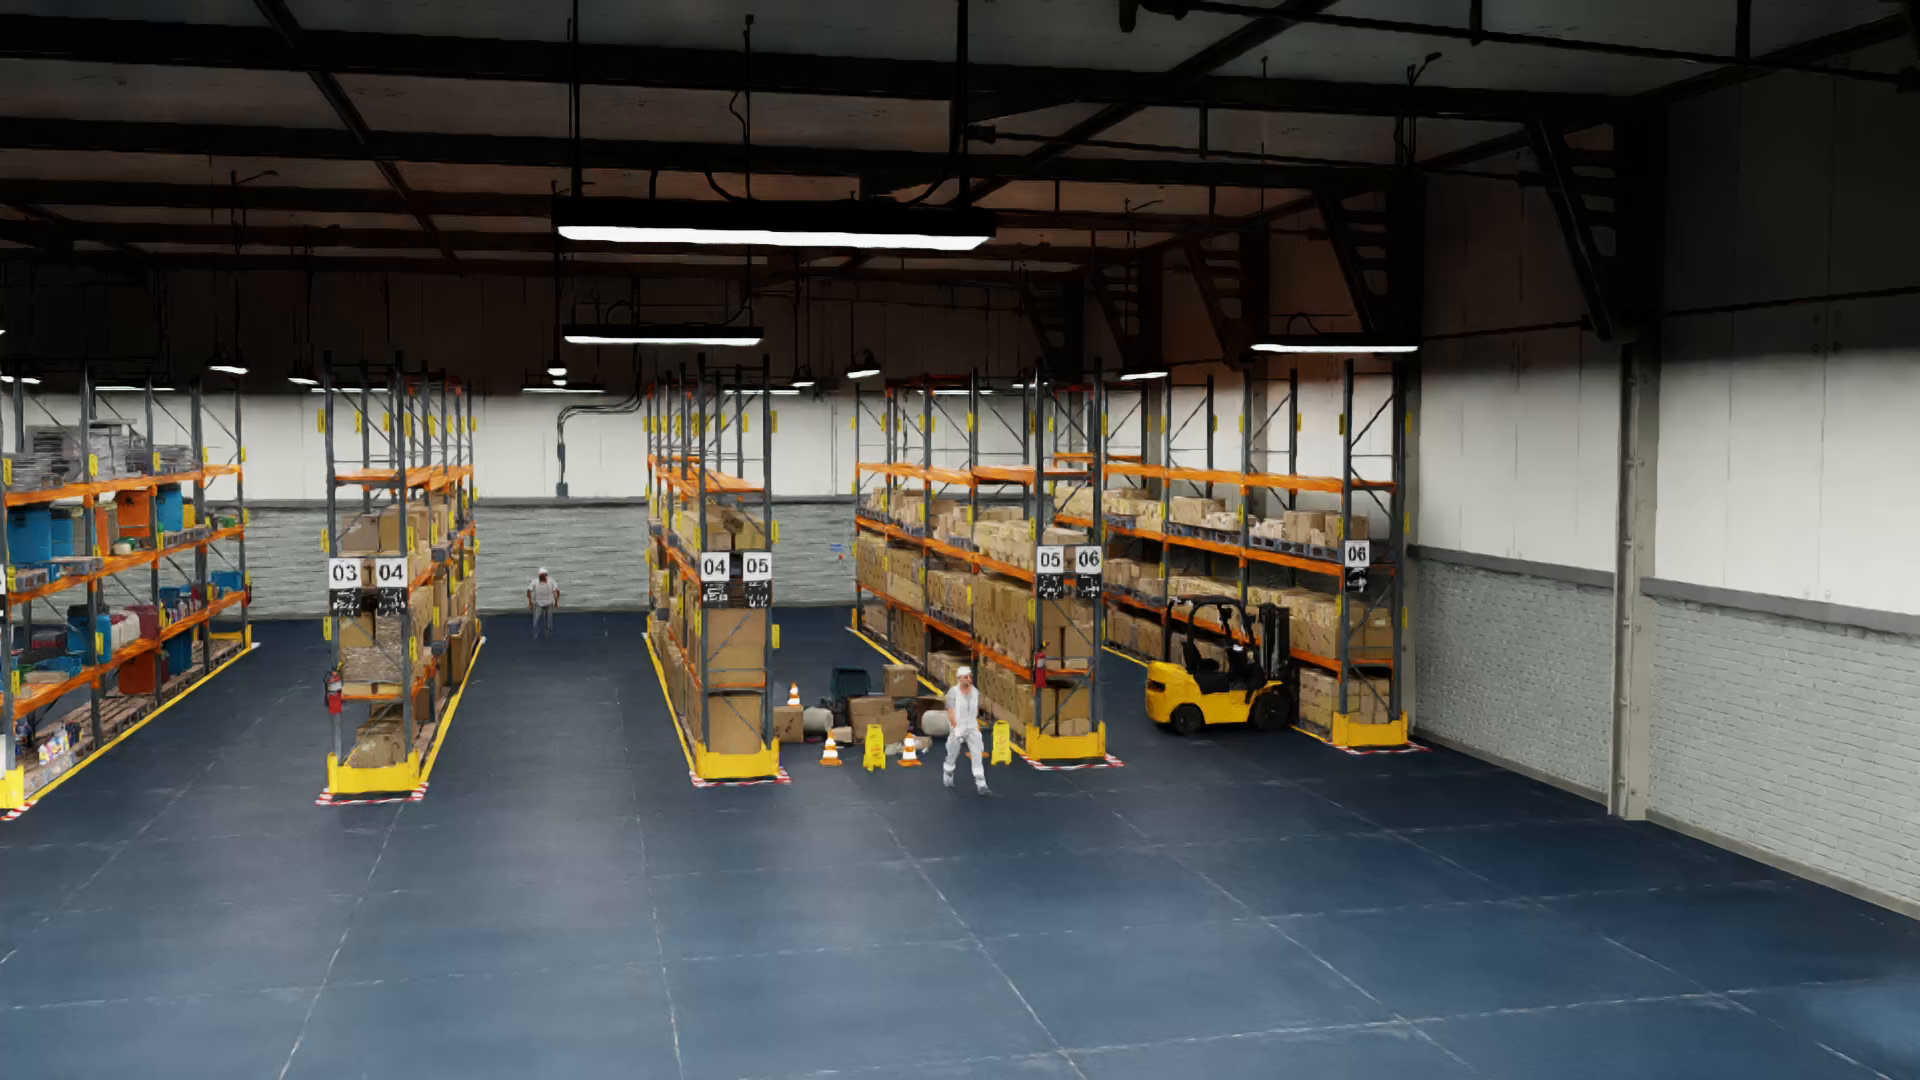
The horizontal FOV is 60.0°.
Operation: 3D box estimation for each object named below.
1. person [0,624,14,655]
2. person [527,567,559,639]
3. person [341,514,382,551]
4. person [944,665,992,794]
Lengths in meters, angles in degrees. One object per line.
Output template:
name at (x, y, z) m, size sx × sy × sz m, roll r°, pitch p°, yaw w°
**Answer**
person at (-17.947, 1.955, 31.145) m, size 0.390 × 1.598 × 0.570 m, roll -3°, pitch 5°, yaw -36°
person at (-9.690, 1.466, 38.646) m, size 0.719 × 1.714 × 0.561 m, roll -1°, pitch 4°, yaw -15°
person at (-3.700, 0.999, 30.862) m, size 8.547 × 3.673 × 15.377 m, roll 1°, pitch 4°, yaw 8°
person at (0.060, 2.559, 22.541) m, size 0.526 × 1.728 × 1.030 m, roll -2°, pitch 4°, yaw -22°
